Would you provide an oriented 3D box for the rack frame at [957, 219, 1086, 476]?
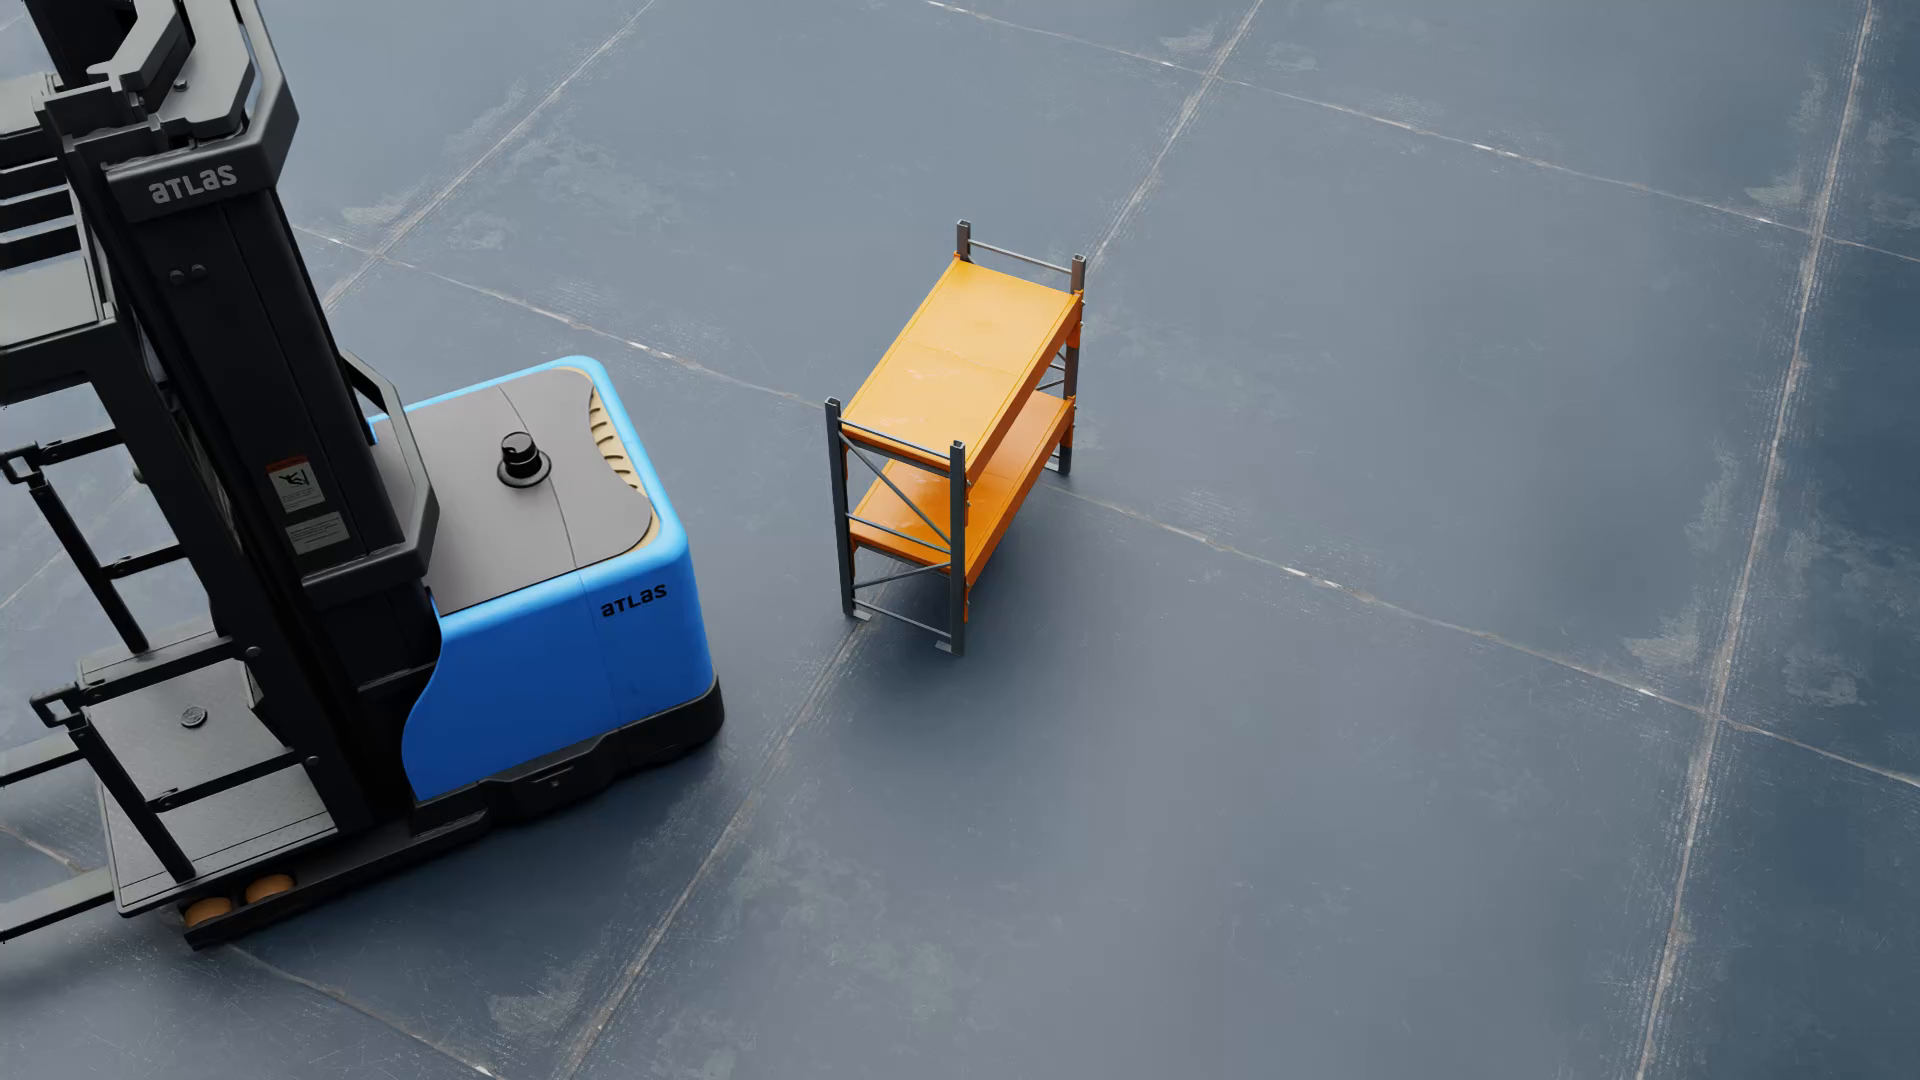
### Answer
[{"bbox_3d":[0.220,-0.719,6.439,0.500,1.125,0.032,20,52,16],"label":"rack frame"}]

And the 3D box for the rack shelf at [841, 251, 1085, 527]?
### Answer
[{"bbox_3d":[0.003,-0.559,5.918,0.538,0.278,1.000,20,52,16],"label":"rack shelf"}]

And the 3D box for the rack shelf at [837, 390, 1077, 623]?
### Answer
[{"bbox_3d":[0.003,-0.211,6.327,0.538,0.278,1.000,20,52,16],"label":"rack shelf"}]

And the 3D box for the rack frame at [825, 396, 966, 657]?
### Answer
[{"bbox_3d":[-0.214,-0.019,5.843,0.500,1.125,0.032,20,52,16],"label":"rack frame"}]

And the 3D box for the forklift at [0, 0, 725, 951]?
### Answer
[{"bbox_3d":[-2.396,-0.093,4.720,3.031,2.935,1.130,-20,53,-16],"label":"forklift"}]

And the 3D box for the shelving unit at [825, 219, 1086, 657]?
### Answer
[{"bbox_3d":[0.003,-0.369,6.141,0.538,1.125,1.048,20,52,16],"label":"shelving unit"}]
